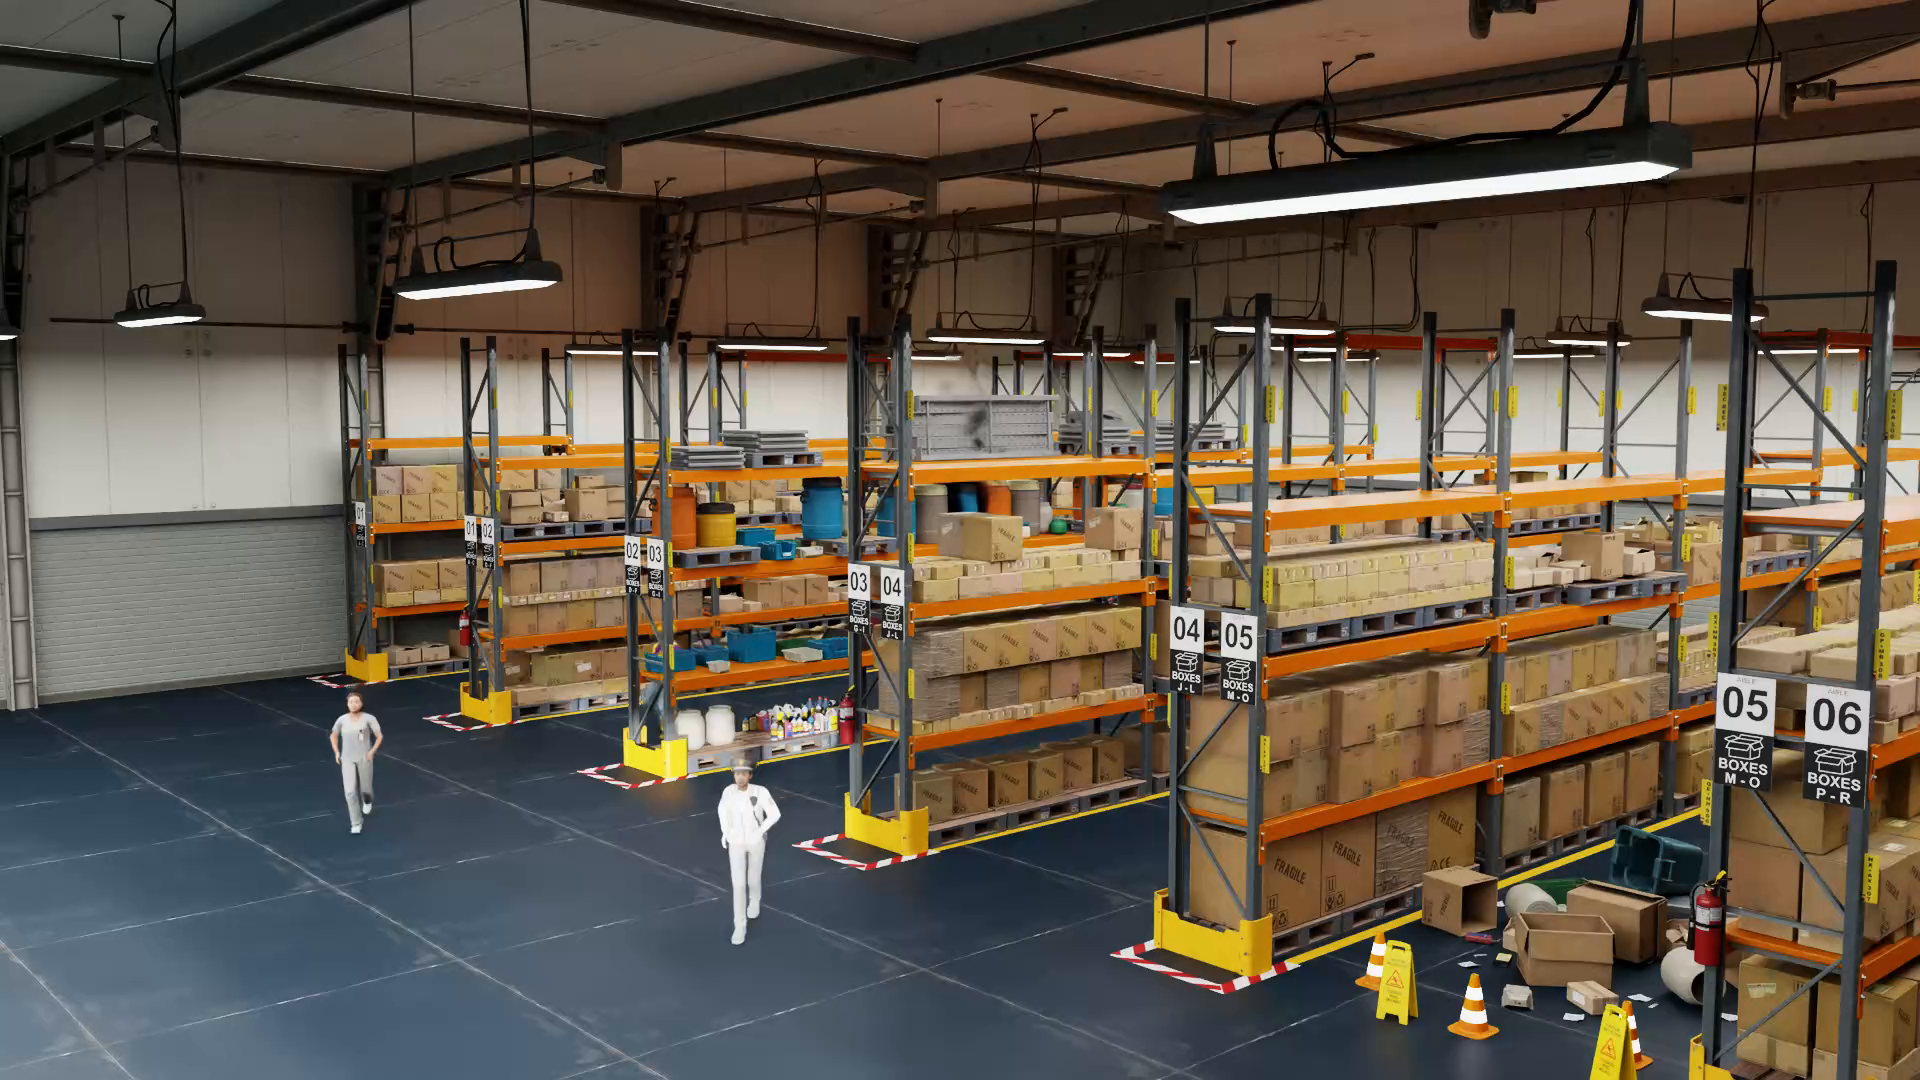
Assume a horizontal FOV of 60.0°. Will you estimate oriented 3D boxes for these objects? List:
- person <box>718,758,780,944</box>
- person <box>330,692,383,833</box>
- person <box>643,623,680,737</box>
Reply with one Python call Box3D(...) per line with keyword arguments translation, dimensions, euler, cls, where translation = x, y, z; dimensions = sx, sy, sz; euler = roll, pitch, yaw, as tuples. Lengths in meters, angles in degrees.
Box3D(translation=(-2.007, 2.880, 15.795), dimensions=(0.611, 1.691, 0.882), euler=(0, 5, -1), cls="person")
Box3D(translation=(-7.113, 2.589, 19.617), dimensions=(0.600, 1.632, 0.770), euler=(-1, 5, -12), cls="person")
Box3D(translation=(-4.450, 2.089, 24.752), dimensions=(0.706, 1.720, 0.575), euler=(4, 6, 38), cls="person")
